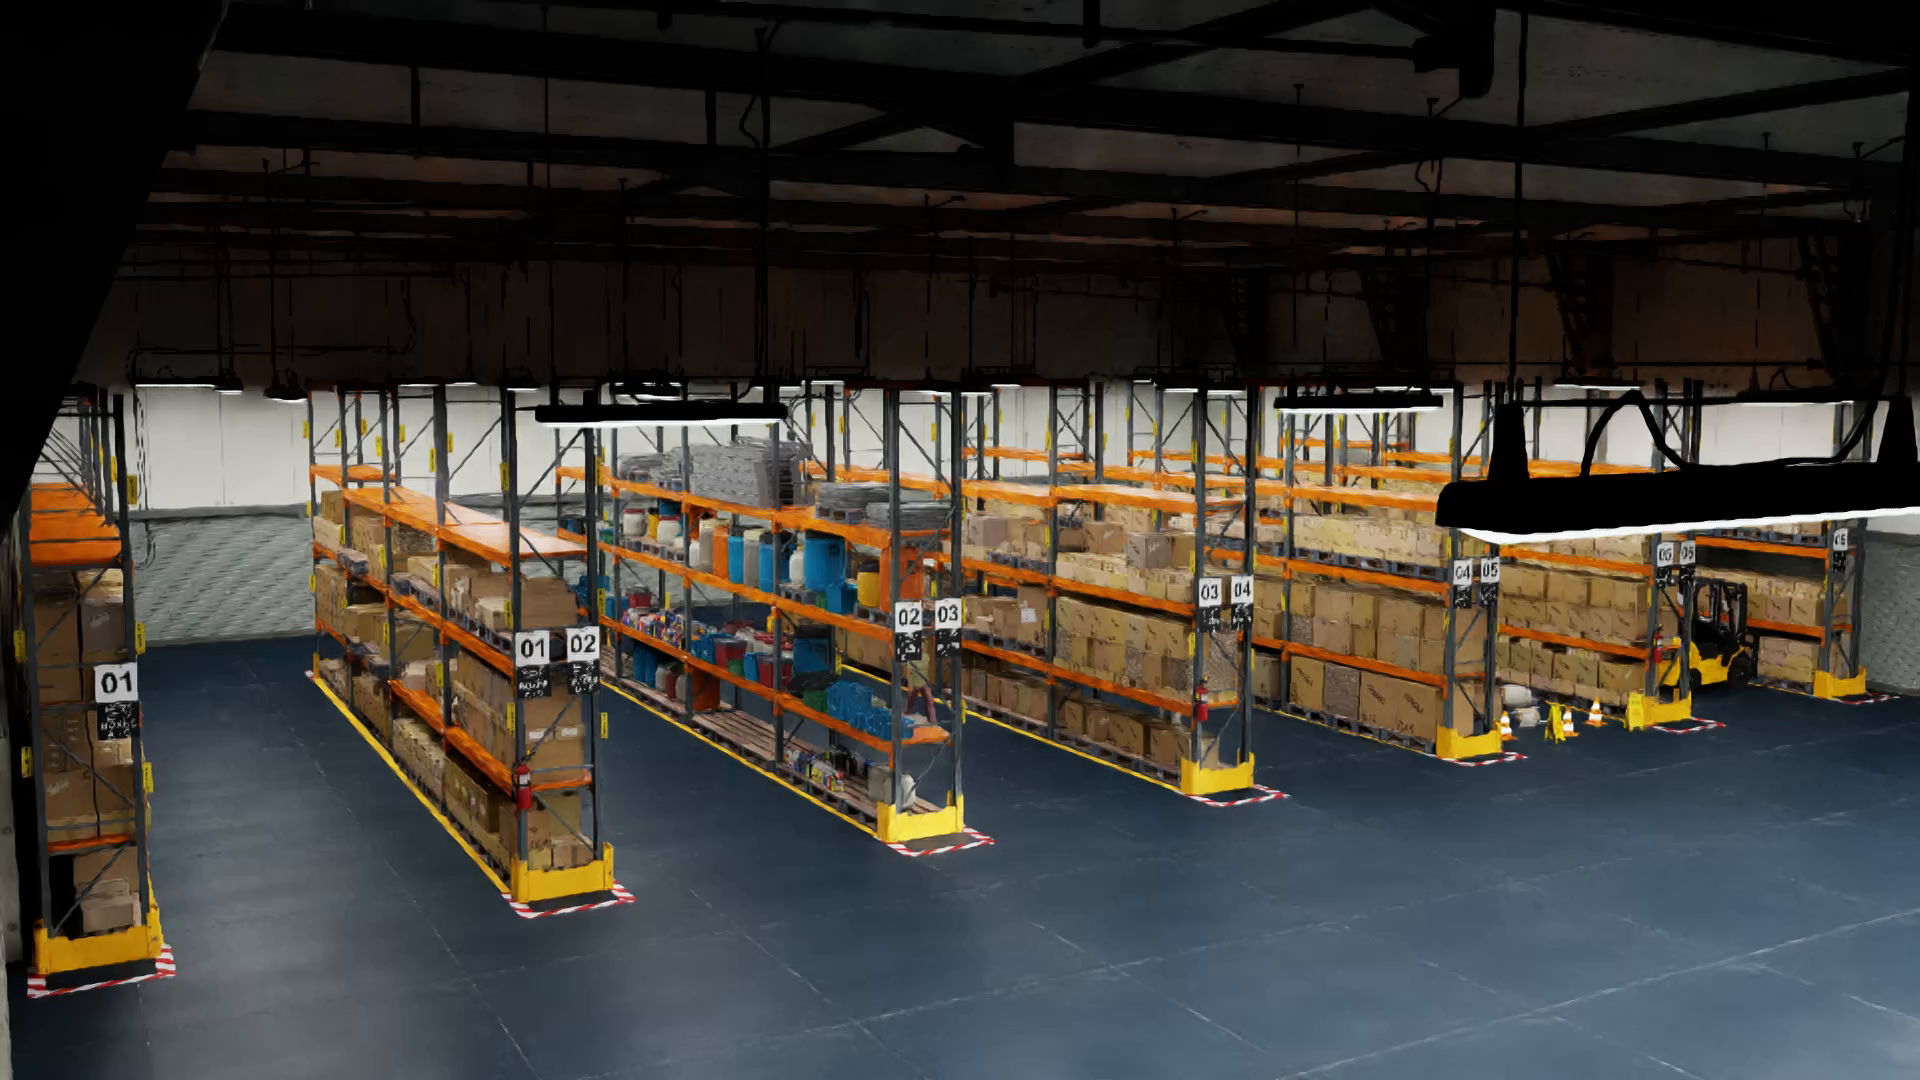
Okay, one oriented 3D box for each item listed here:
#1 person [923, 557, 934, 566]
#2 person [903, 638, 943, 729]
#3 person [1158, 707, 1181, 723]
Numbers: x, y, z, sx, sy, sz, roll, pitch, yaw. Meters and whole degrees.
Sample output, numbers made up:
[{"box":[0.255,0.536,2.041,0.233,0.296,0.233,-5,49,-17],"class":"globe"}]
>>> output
[{"box":[-0.895,0.677,45.005,0.569,1.762,0.564,1,6,8],"class":"person"},{"box":[-0.709,2.474,28.707,0.448,1.590,1.110,-3,7,-27],"class":"person"},{"box":[3.640,2.401,28.485,0.621,1.783,0.506,4,7,30],"class":"person"}]
